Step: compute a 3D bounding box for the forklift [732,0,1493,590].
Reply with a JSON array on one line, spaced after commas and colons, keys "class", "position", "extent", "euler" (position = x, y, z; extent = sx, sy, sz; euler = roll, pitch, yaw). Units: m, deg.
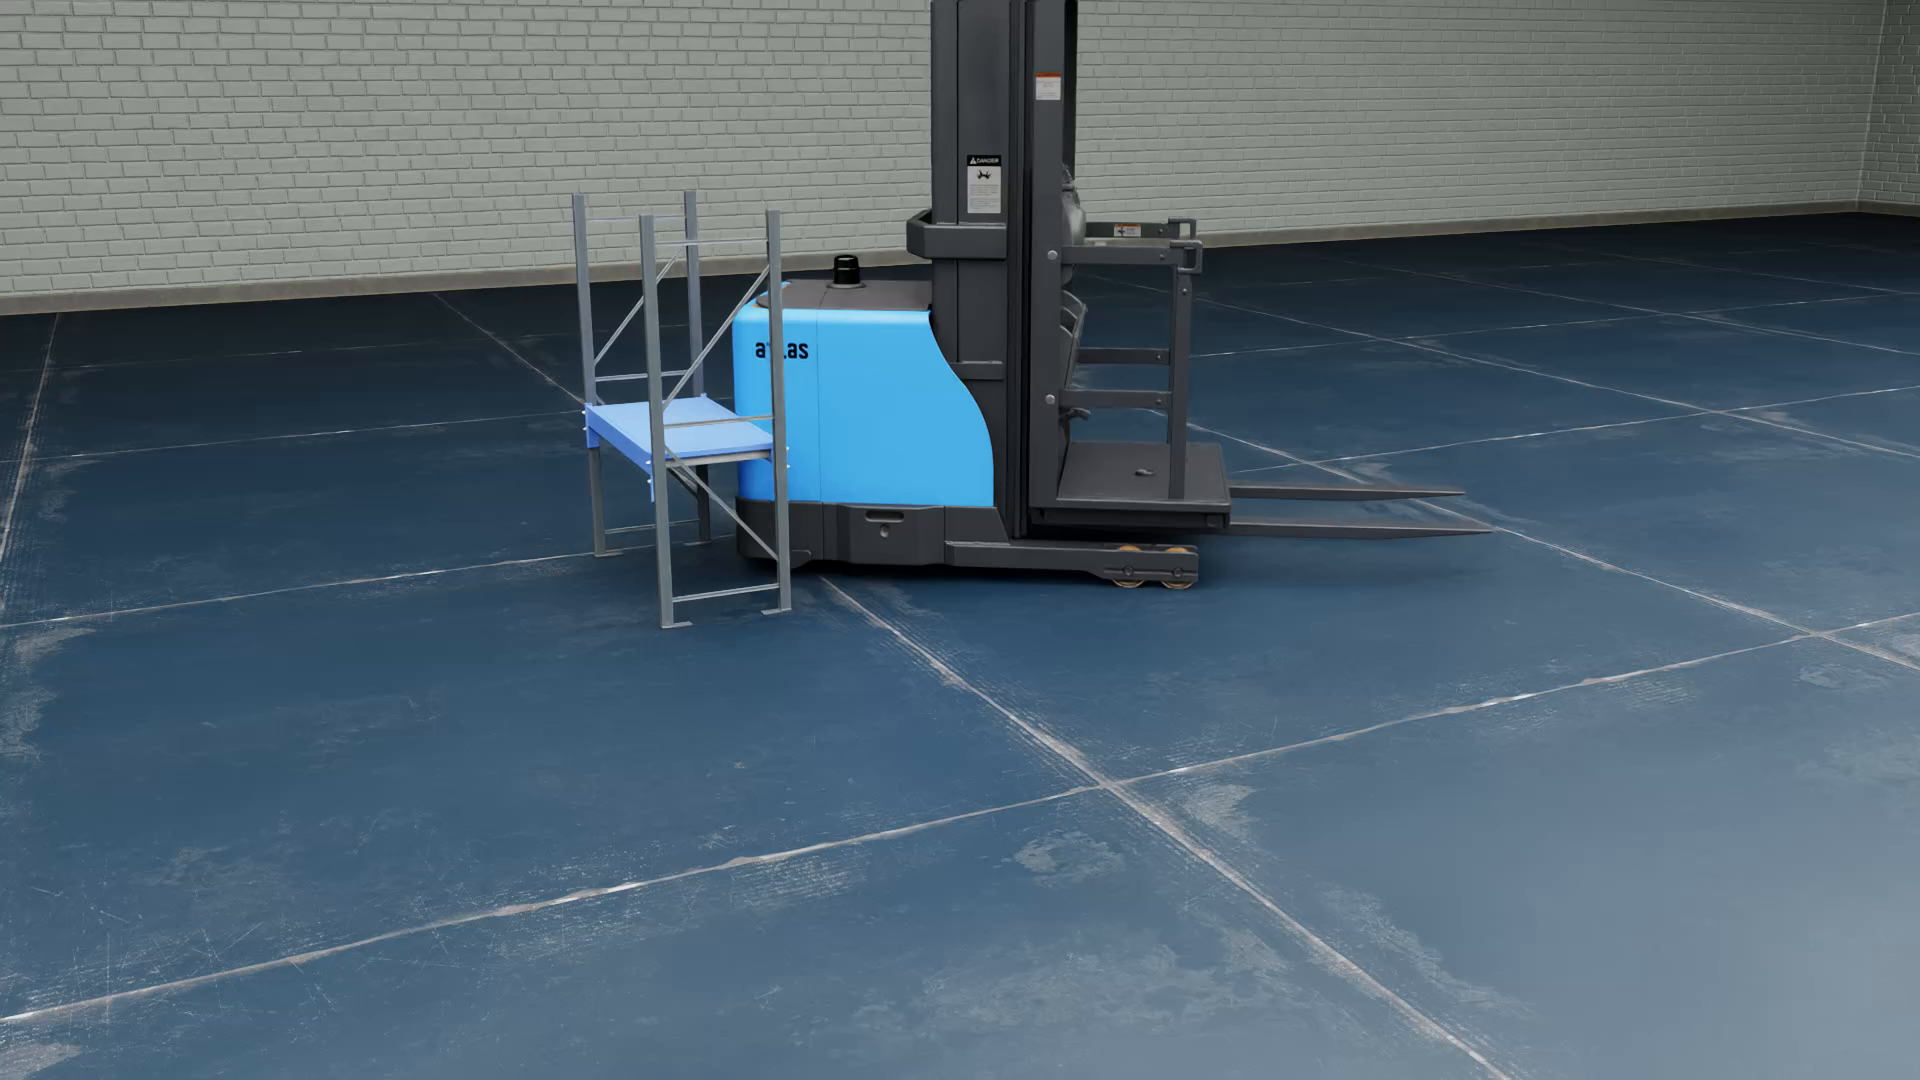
[{"class": "forklift", "position": [0.638, -1.367, 6.699], "extent": [3.031, 2.935, 1.130], "euler": [2, 16, 6]}]

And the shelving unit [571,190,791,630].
[{"class": "shelving unit", "position": [-1.091, -0.551, 6.452], "extent": [0.538, 1.500, 1.048], "euler": [-7, 18, -24]}]

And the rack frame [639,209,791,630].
[{"class": "rack frame", "position": [-0.872, -0.425, 6.011], "extent": [0.500, 1.500, 0.032], "euler": [-7, 18, -24]}]

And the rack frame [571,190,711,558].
[{"class": "rack frame", "position": [-1.309, -0.678, 6.893], "extent": [0.500, 1.500, 0.032], "euler": [-7, 18, -24]}]

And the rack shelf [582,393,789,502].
[{"class": "rack shelf", "position": [-1.091, -0.378, 6.502], "extent": [0.538, 0.185, 1.000], "euler": [-7, 18, -24]}]
